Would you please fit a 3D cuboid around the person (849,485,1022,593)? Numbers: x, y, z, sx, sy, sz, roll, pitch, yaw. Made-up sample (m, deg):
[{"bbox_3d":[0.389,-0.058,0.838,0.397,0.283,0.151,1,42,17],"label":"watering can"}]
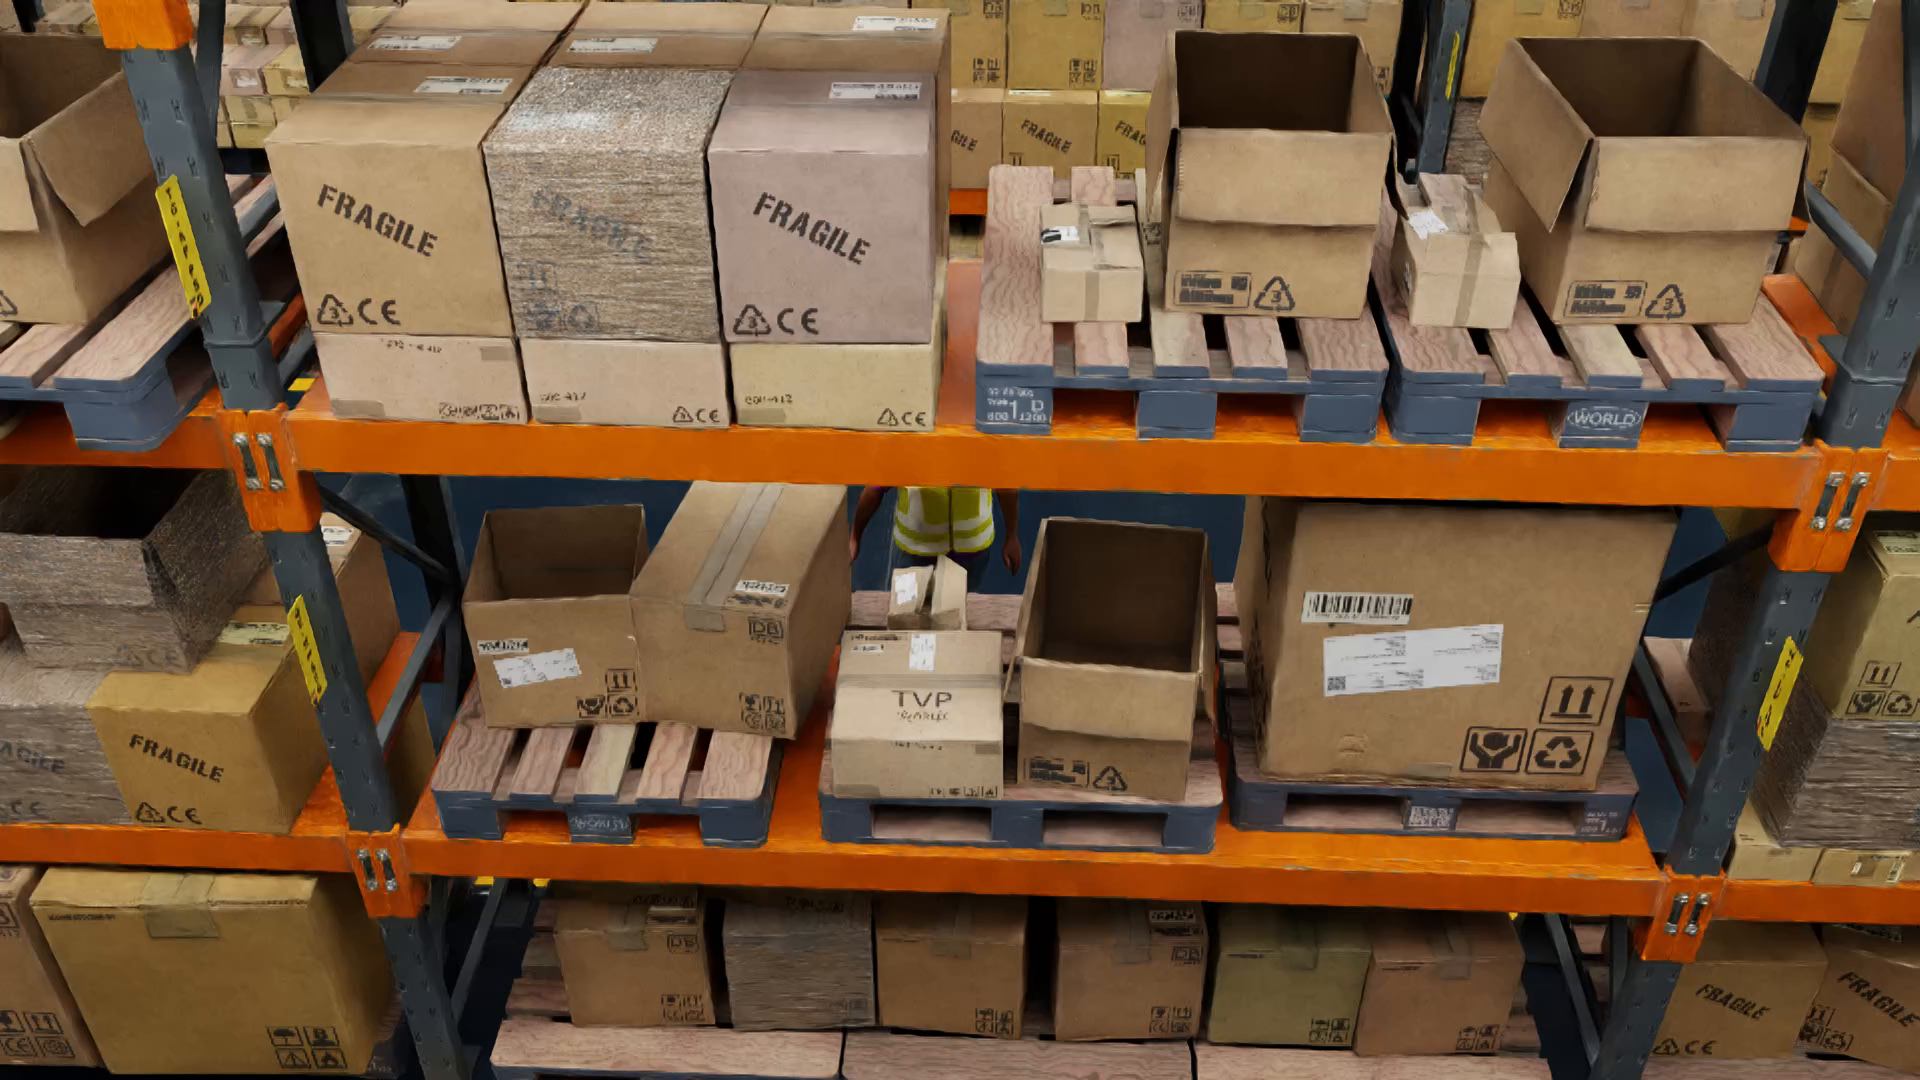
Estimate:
[{"bbox_3d":[-0.121,0.030,7.050,0.789,1.763,0.665,-8,36,-11],"label":"person"}]
